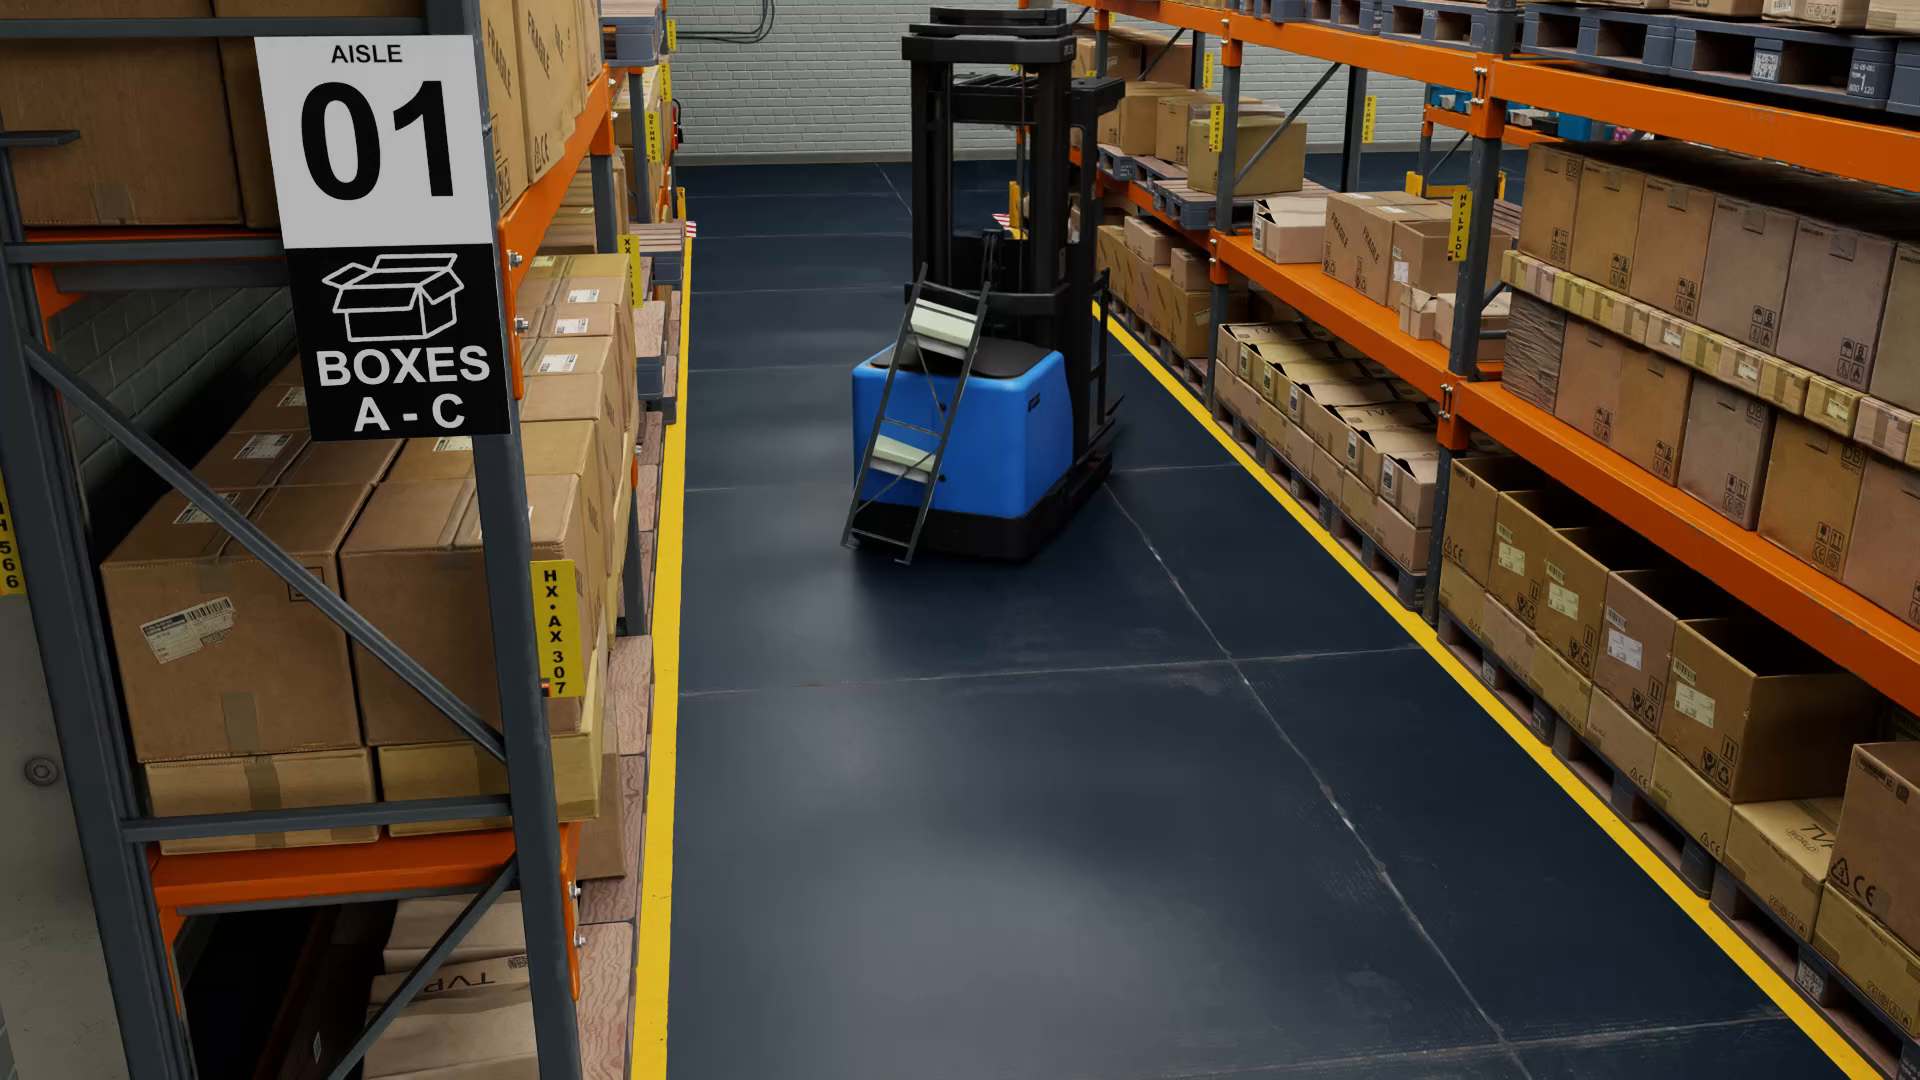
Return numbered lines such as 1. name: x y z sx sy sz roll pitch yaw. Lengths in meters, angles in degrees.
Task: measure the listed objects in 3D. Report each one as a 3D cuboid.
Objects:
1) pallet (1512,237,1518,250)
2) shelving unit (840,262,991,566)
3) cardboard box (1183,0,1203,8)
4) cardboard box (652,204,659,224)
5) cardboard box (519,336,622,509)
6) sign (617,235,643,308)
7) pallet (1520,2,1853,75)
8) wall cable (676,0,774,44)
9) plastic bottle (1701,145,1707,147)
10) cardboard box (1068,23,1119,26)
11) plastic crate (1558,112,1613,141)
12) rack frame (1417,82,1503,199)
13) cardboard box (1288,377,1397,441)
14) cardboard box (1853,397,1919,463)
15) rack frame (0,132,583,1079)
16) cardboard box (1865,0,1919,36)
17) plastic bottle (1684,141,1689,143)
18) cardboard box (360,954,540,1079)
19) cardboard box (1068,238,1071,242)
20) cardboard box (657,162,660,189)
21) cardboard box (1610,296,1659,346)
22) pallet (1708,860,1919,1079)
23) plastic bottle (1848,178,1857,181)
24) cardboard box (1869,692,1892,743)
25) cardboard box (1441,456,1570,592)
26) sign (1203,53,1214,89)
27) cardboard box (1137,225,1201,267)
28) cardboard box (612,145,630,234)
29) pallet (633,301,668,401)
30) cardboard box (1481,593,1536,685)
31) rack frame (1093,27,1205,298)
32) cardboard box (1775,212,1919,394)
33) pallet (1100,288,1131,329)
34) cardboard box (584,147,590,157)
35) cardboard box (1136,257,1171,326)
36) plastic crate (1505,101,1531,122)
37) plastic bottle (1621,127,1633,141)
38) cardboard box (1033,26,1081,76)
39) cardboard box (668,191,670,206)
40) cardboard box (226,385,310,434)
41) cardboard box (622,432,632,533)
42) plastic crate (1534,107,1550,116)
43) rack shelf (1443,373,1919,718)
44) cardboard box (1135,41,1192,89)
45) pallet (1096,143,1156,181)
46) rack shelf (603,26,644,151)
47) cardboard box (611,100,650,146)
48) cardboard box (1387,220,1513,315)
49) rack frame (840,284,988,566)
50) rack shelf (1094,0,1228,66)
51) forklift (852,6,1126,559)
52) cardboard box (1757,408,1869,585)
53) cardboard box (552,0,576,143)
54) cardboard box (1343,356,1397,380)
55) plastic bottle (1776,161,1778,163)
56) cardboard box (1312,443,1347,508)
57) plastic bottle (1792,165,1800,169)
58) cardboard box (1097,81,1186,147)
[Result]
1. pallet: 6.504 -2.970 17.367 1.003 0.211 1.213 -3 21 -8
2. shelving unit: -0.242 -0.714 9.264 0.431 1.500 0.755 16 18 -3
3. cardboard box: 2.153 -4.168 12.159 0.910 0.500 0.500 -3 21 -8
4. cardboard box: -2.380 -2.340 12.026 0.380 0.149 0.250 -2 21 -6
5. cardboard box: -1.413 -0.369 5.531 0.500 0.500 0.500 -2 21 -6
6. sign: -1.467 -1.190 7.377 0.100 0.325 0.005 -3 21 -8
7. pallet: 3.048 -2.075 6.824 1.003 0.211 1.213 -3 21 -8
8. wall cable: -4.194 -8.241 23.358 3.097 2.526 0.112 -3 21 -8
9. plastic bottle: 6.494 -3.342 14.560 0.097 0.271 0.097 0 20 0
10. cardboard box: 1.506 -5.535 18.677 0.500 0.500 0.500 -3 21 -8
11. plastic crate: 6.243 -4.189 16.581 0.392 0.384 0.575 -3 21 -8
12. rack frame: 6.071 -5.409 19.910 1.000 3.000 0.127 -3 21 -8
13. cardboard box: 2.337 -0.829 10.178 0.500 0.311 0.500 -3 21 -8
14. cardboard box: 3.122 -0.360 5.323 0.380 0.149 0.250 -3 21 -7
15. rack frame: -1.426 0.631 3.740 1.000 3.000 0.127 -3 21 -8
16. cardboard box: 3.049 -1.603 4.848 0.500 0.250 0.500 -3 21 -8
17. plastic bottle: 6.471 -3.466 14.885 0.152 0.276 0.135 -3 21 -8
18. cardboard box: -1.436 1.440 4.787 0.500 0.311 0.500 -5 21 -14
19. cardboard box: 1.270 -2.956 16.788 0.380 0.149 0.250 -3 21 -8
20. cardboard box: -2.533 -2.869 12.515 0.500 0.500 0.500 -3 21 -8
21. cardboard box: 2.895 -0.900 6.768 0.380 0.149 0.250 -4 21 -10
22. pallet: 3.324 1.423 5.604 1.003 0.211 1.213 -3 21 -8
23. plastic bottle: 7.408 -3.039 13.733 0.061 0.283 0.133 -3 21 -8
24. cardboard box: 3.460 0.577 6.141 0.500 0.500 0.500 -3 21 -8
25. cardboard box: 2.656 -0.089 7.925 0.500 0.500 0.500 -3 21 -8
26. sign: 2.295 -4.347 15.413 0.100 0.325 0.005 -3 21 -8
27. cardboard box: 1.791 -2.462 13.893 0.500 0.250 0.500 -3 21 -9
28. cardboard box: -2.501 -2.230 10.628 0.700 0.500 0.500 -5 21 -14
29. pallet: -1.969 -0.936 8.210 1.003 0.211 1.213 -3 21 -8
30. cardboard box: 2.733 0.435 7.593 0.500 0.250 0.500 -3 21 -8
31. rack frame: 1.746 -3.775 15.537 1.000 3.000 0.127 -3 21 -8
32. cardboard box: 3.259 -0.812 5.606 0.700 0.500 0.500 -3 21 -8
33. pallet: 1.900 -2.189 15.276 1.003 0.211 1.213 -3 21 -8
34. cardboard box: -2.439 -2.467 10.336 0.380 0.149 0.250 -6 21 -17
35. cardboard box: 1.799 -2.098 13.990 0.500 0.500 0.500 -4 21 -10
36. plastic crate: 6.014 -4.696 18.157 0.416 0.233 0.300 -3 21 -8
37. plastic bottle: 6.298 -3.774 15.702 0.061 0.283 0.133 -3 21 -8
38. cardboard box: 1.055 -5.328 18.122 0.500 0.500 0.500 -3 21 -7
39. cardboard box: -3.106 -3.426 16.648 0.380 0.149 0.250 -4 21 -9
40. cardboard box: -1.846 -0.166 4.987 0.500 0.500 0.500 -3 21 -9
41. cardboard box: -1.483 -0.198 6.146 0.500 0.250 0.500 -3 21 -8
42. plastic crate: 6.521 -4.742 18.417 0.298 0.136 0.250 -3 21 -8
43. rack shelf: 3.187 0.024 6.393 1.077 0.370 4.000 -3 21 -8
44. cardboard box: 1.956 -4.468 15.819 0.500 0.500 0.500 -2 21 -6
45. pallet: 1.753 -3.403 14.815 1.003 0.211 1.213 -3 21 -8
46. rack shelf: -2.291 -2.515 8.903 1.077 0.370 4.000 -3 21 -8
47. cardboard box: -2.393 -2.866 11.435 0.500 0.250 0.500 -2 21 -6
48. cardboard box: 2.729 -1.501 9.306 0.500 0.500 0.500 -1 21 -4
49. rack frame: -0.257 -0.600 8.917 0.400 1.500 0.023 16 18 -3
50. rack shelf: 2.034 -4.151 13.284 1.077 0.370 4.000 -3 21 -8
51. forklift: 0.350 -1.750 10.213 1.130 2.935 3.031 7 22 18
52. cardboard box: 3.275 -0.183 5.777 0.700 0.500 0.500 -3 21 -7
53. cardboard box: -1.347 -1.326 4.522 0.500 0.500 0.500 -2 21 -5
54. cardboard box: 2.793 -1.038 10.737 0.500 0.311 0.500 -3 21 -8
55. plastic bottle: 7.247 -3.344 14.666 0.097 0.201 0.097 0 20 0
56. cardboard box: 2.407 -0.395 9.817 0.500 0.250 0.500 -2 21 -7
57. plastic bottle: 6.684 -2.885 13.338 0.097 0.271 0.097 0 20 0
58. cardboard box: 1.593 -3.843 14.977 0.700 0.500 0.500 -10 23 -26
